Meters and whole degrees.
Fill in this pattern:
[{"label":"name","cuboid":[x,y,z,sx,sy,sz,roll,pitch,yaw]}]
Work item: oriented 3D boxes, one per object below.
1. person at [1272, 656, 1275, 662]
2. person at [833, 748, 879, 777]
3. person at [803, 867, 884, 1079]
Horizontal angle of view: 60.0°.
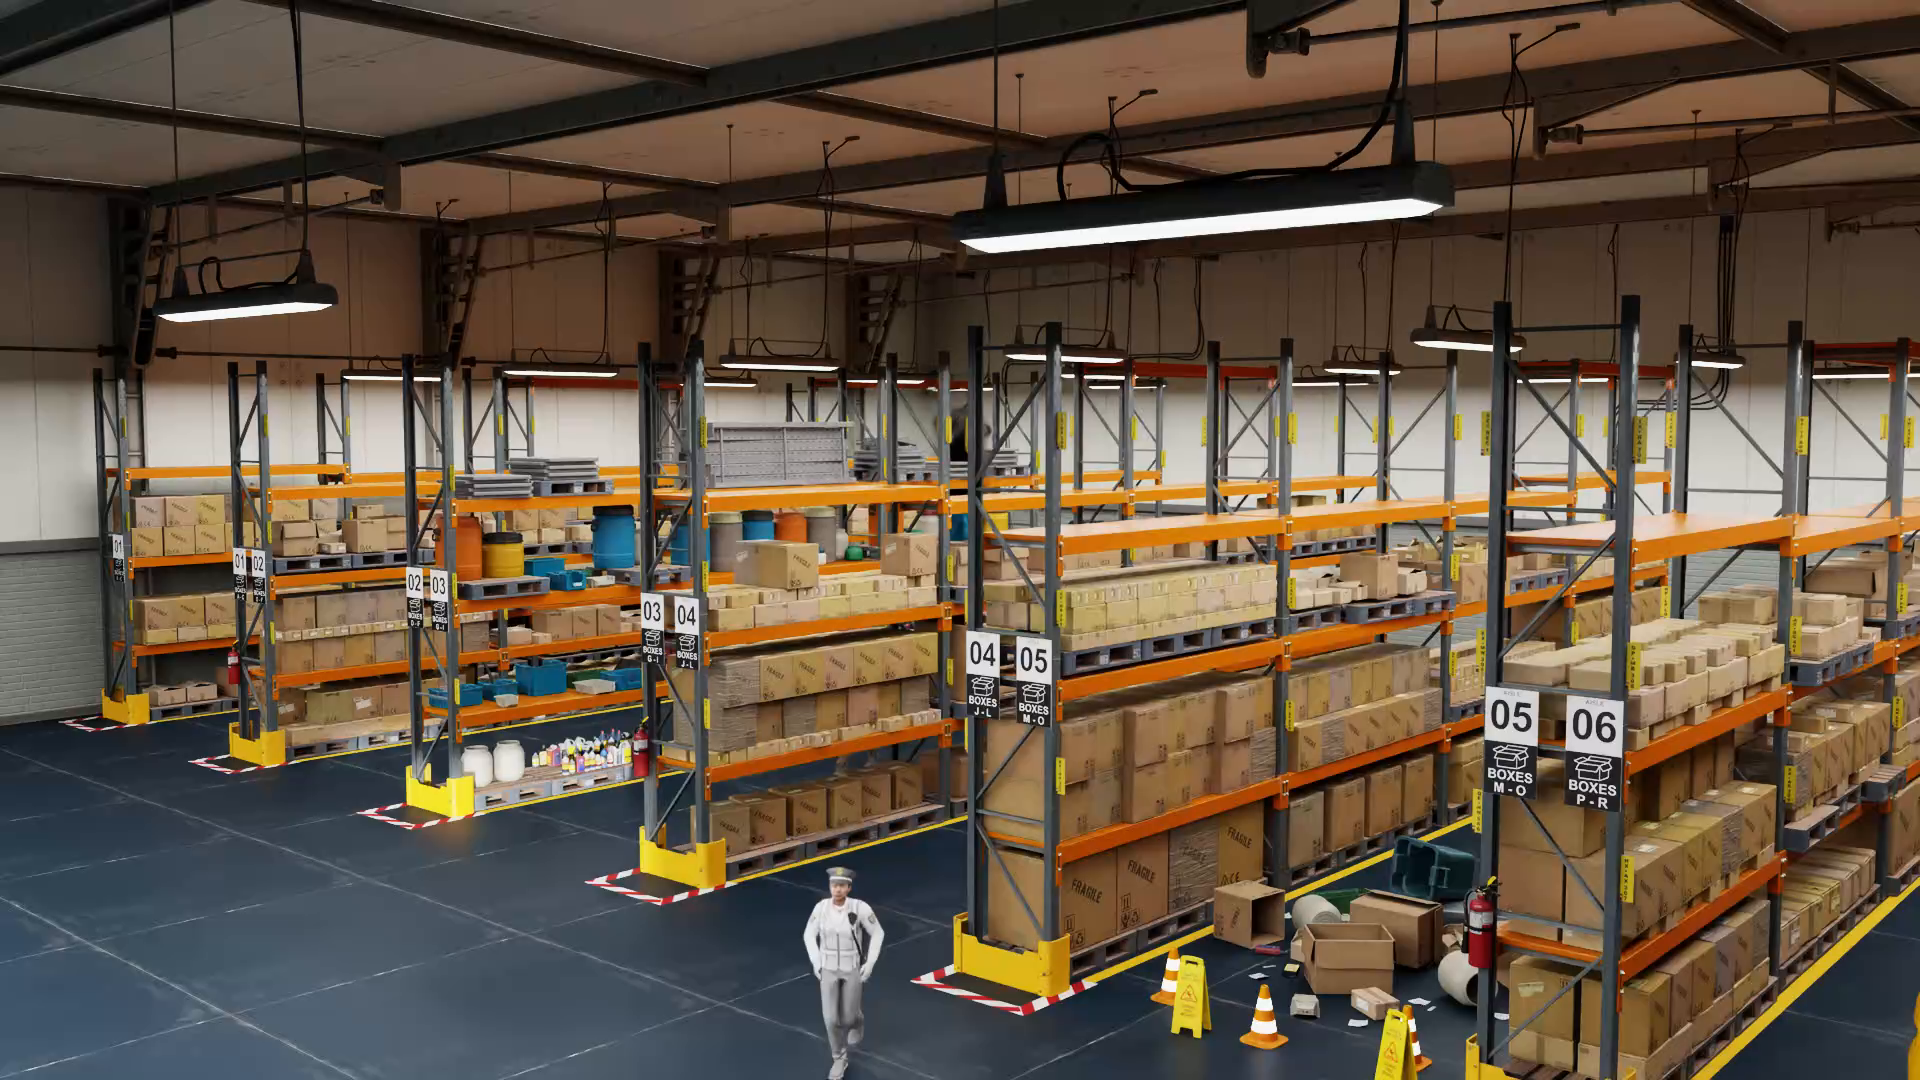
[{"label":"person","cuboid":[4.894,2.513,25.189,0.550,1.616,0.881,4,6,43]},{"label":"person","cuboid":[-1.515,2.521,24.173,0.643,1.782,0.830,2,5,30]},{"label":"person","cuboid":[-0.922,3.375,13.206,0.647,1.661,0.598,0,4,4]}]
